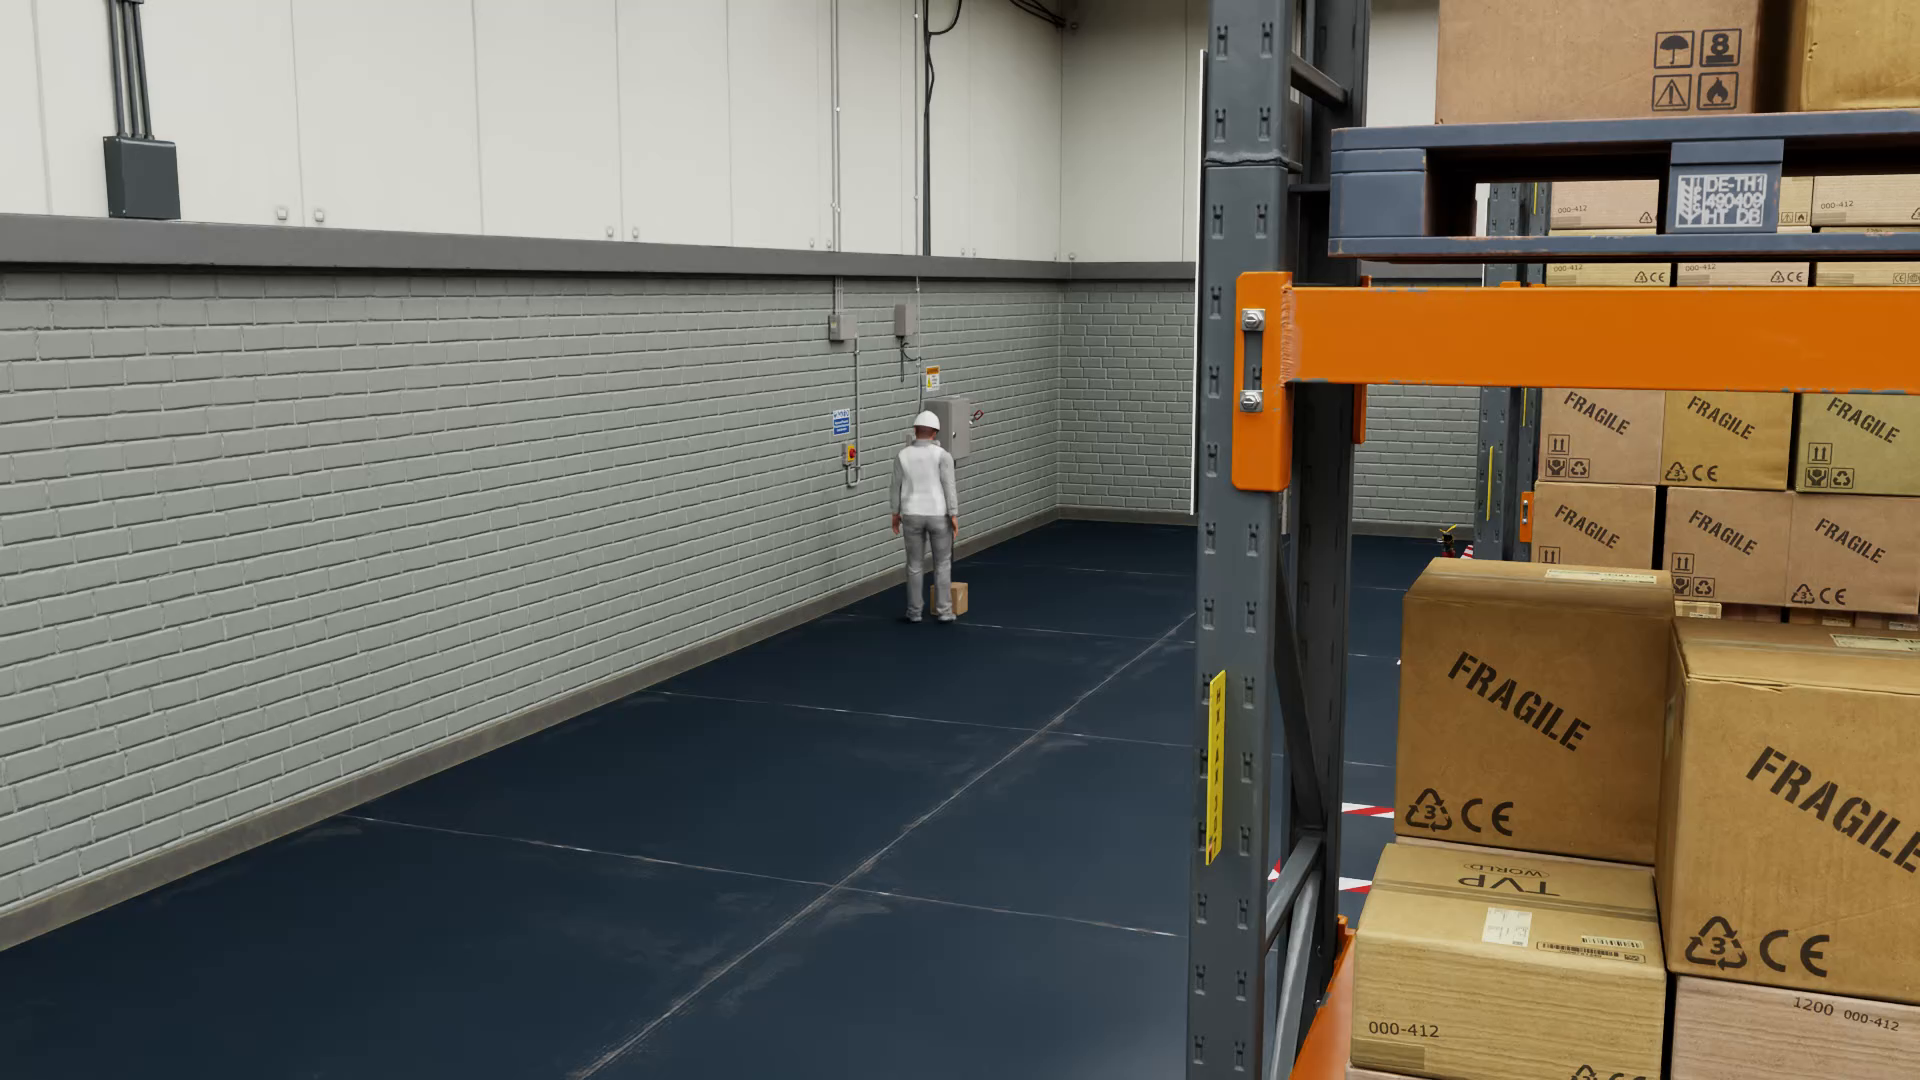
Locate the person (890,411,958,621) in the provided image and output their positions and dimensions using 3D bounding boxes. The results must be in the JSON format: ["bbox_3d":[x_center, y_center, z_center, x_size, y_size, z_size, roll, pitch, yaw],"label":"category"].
[{"bbox_3d":[-0.277,-0.191,13.938,0.592,1.789,0.448,2,9,14],"label":"person"}]
